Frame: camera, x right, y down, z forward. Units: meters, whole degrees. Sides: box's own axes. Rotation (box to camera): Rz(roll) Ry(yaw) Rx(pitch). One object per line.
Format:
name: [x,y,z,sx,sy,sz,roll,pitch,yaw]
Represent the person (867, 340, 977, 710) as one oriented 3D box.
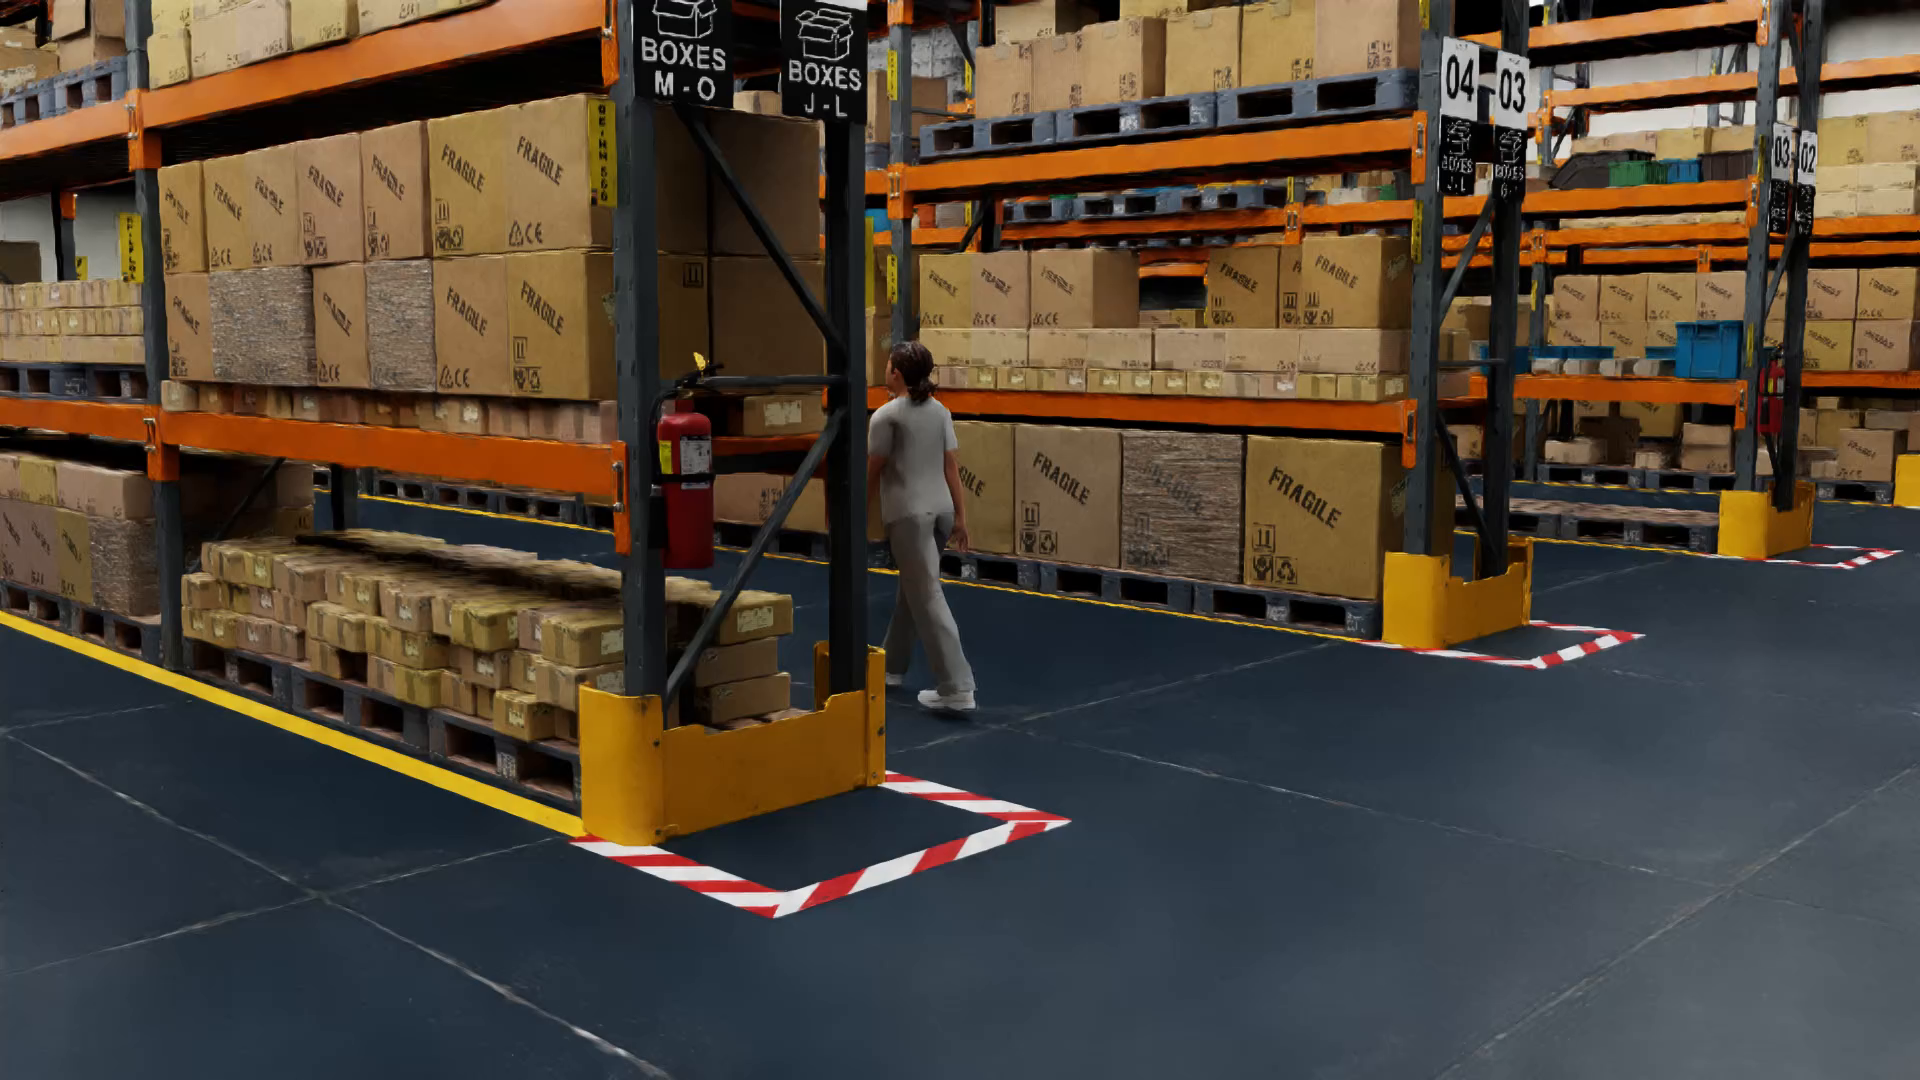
person: [-0.252,-0.089,7.498,0.455,1.609,0.958,-6,10,-42]
